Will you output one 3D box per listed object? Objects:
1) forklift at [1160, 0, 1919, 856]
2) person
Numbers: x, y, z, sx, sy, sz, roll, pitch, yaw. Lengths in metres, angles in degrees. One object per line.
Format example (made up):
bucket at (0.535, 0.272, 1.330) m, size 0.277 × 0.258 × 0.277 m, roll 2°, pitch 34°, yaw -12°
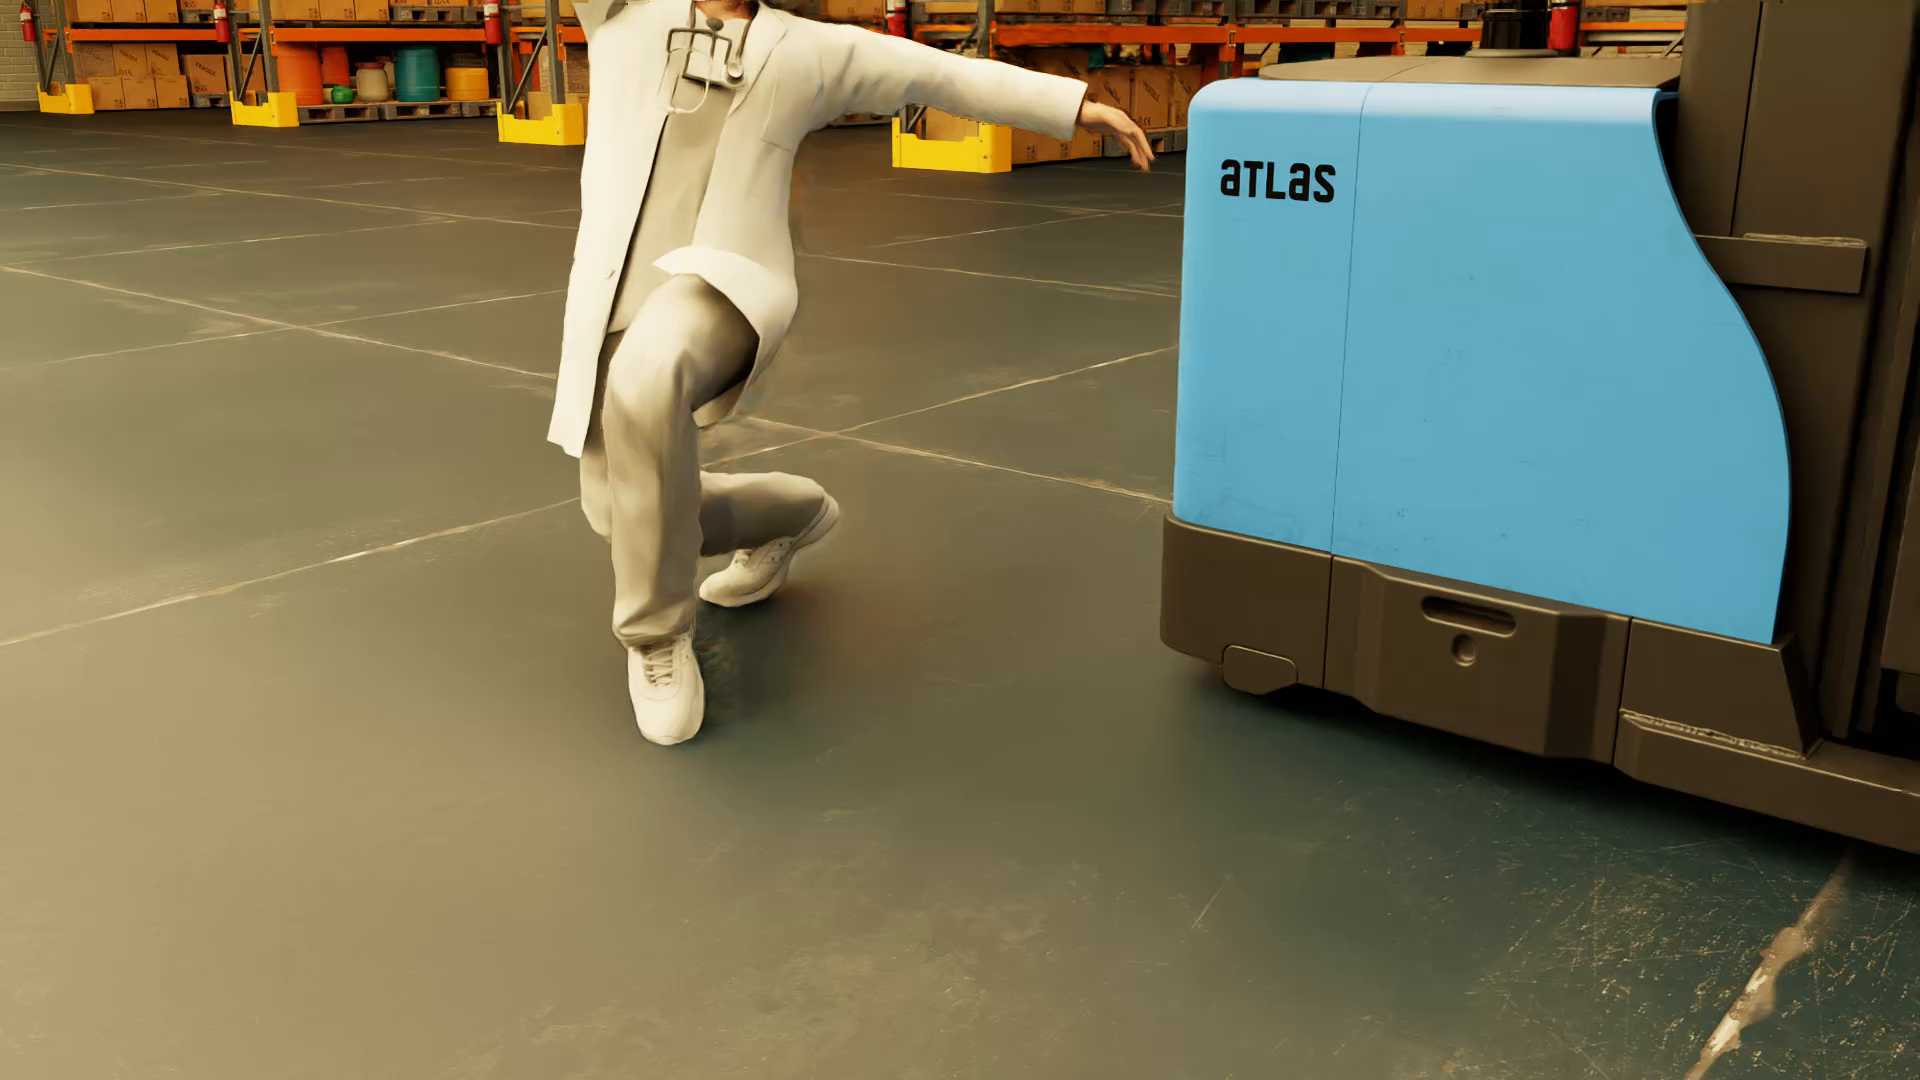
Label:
forklift at (1.832, -0.985, 2.141) m, size 3.031 × 2.935 × 1.130 m, roll 13°, pitch 21°, yaw 37°
person at (-0.232, -0.484, 3.018) m, size 1.112 × 1.505 × 0.970 m, roll 3°, pitch 17°, yaw 9°
